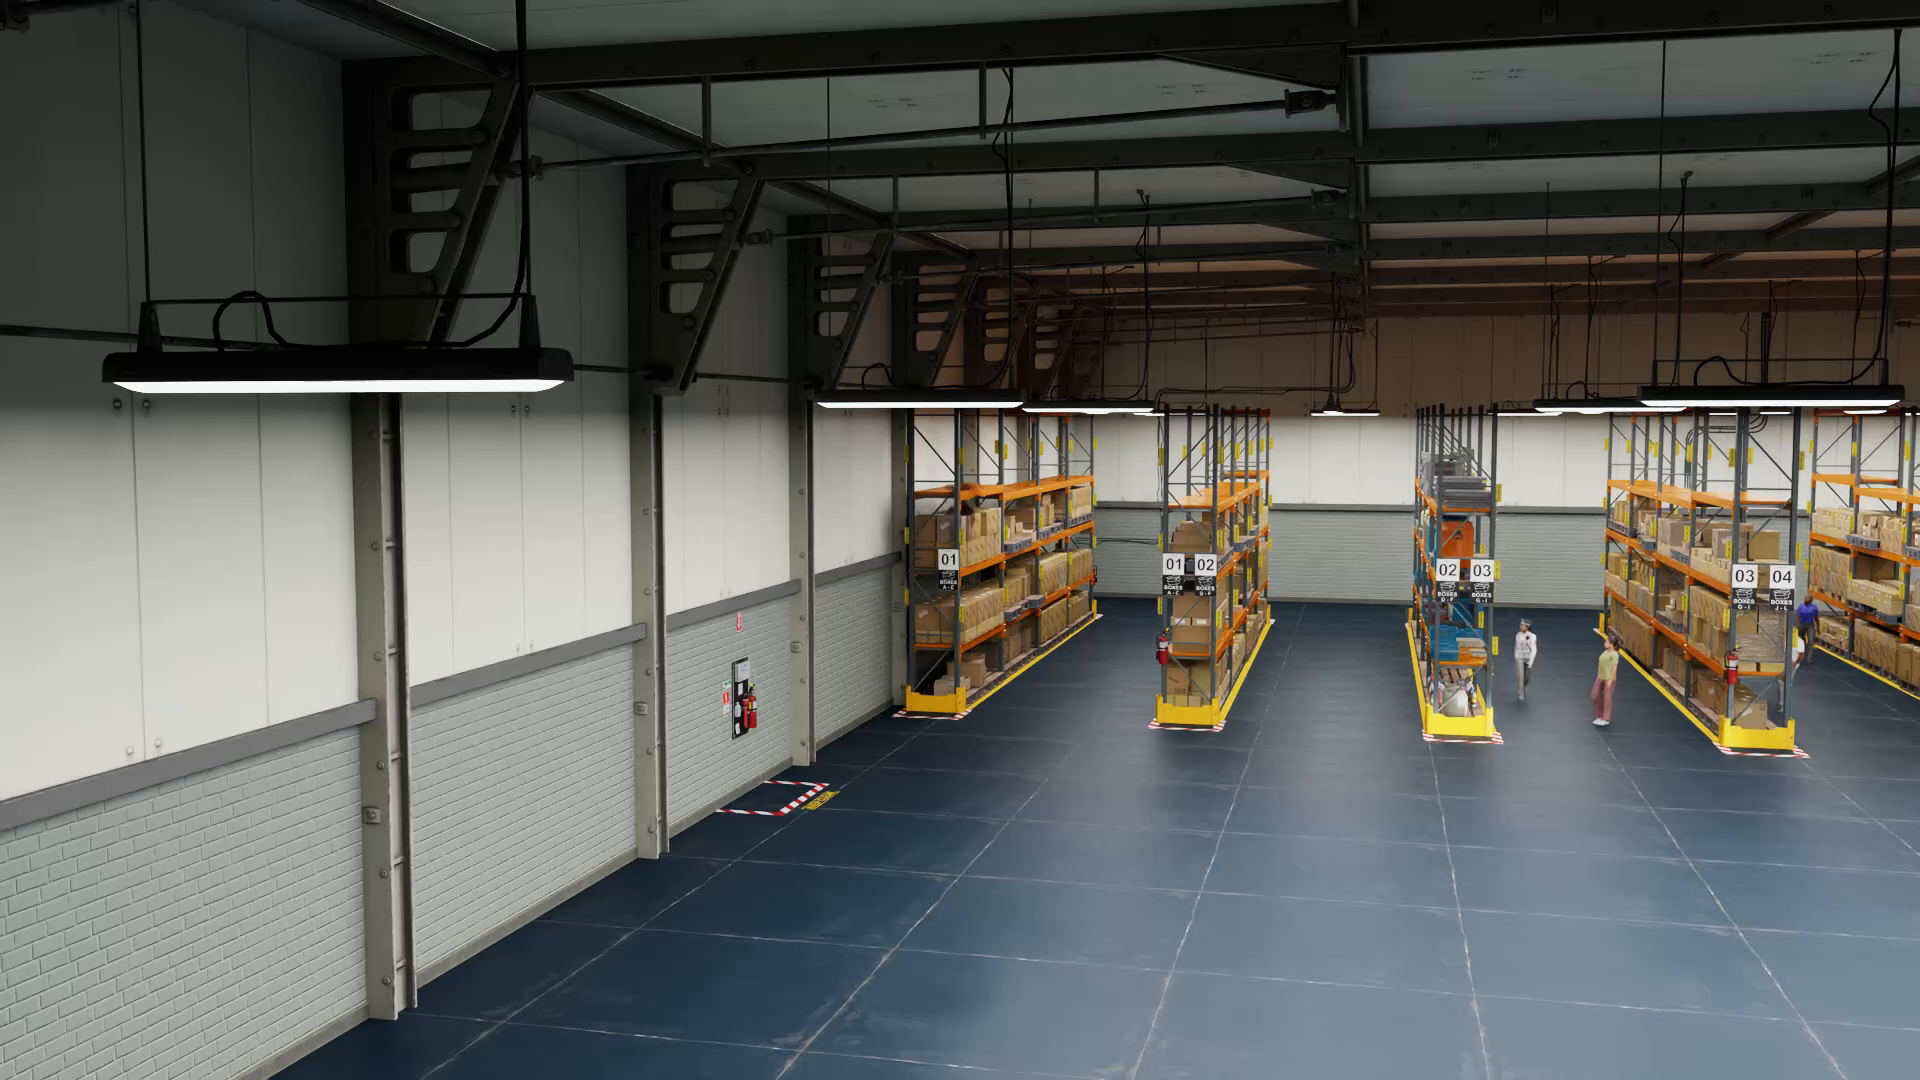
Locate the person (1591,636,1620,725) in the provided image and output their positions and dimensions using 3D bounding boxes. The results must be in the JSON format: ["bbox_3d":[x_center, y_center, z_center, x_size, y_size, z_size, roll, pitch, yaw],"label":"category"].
[{"bbox_3d":[12.105,2.646,31.135,0.451,1.701,0.468,-2,5,-28],"label":"person"}]

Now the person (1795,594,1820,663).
[{"bbox_3d":[19.979,2.062,39.207,0.553,1.613,0.928,2,4,21],"label":"person"}]

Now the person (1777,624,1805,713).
[{"bbox_3d":[16.311,2.494,32.740,0.507,1.766,0.954,1,4,14],"label":"person"}]

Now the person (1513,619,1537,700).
[{"bbox_3d":[11.531,2.421,33.998,0.415,1.630,0.952,1,4,8],"label":"person"}]
